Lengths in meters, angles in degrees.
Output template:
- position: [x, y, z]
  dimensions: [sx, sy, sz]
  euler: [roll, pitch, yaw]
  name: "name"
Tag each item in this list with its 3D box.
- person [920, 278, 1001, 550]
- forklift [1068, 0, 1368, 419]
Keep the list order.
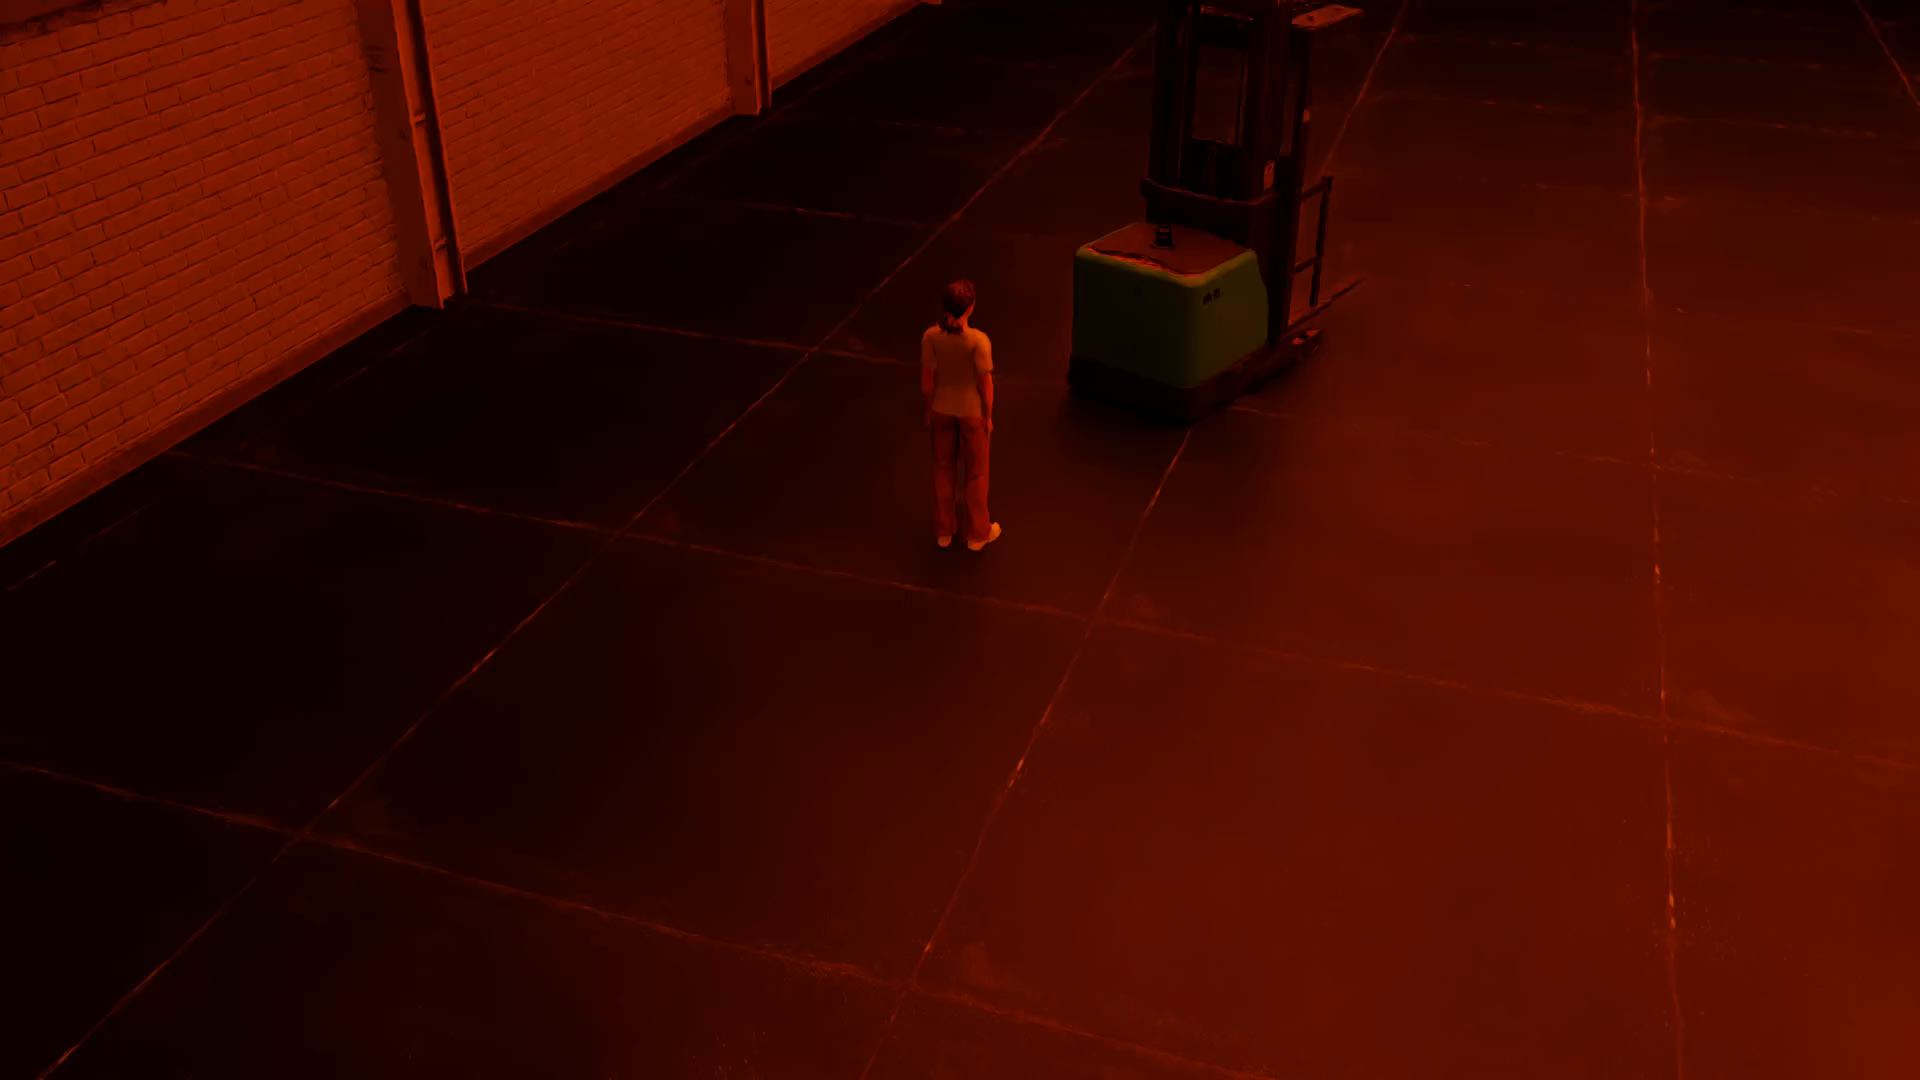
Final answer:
- position: [0.001, -0.731, 9.690]
  dimensions: [0.429, 1.673, 0.365]
  euler: [10, 31, 16]
  name: "person"
- position: [2.092, -2.763, 11.983]
  dimensions: [1.130, 2.935, 3.031]
  euler: [22, 36, 33]
  name: "forklift"
